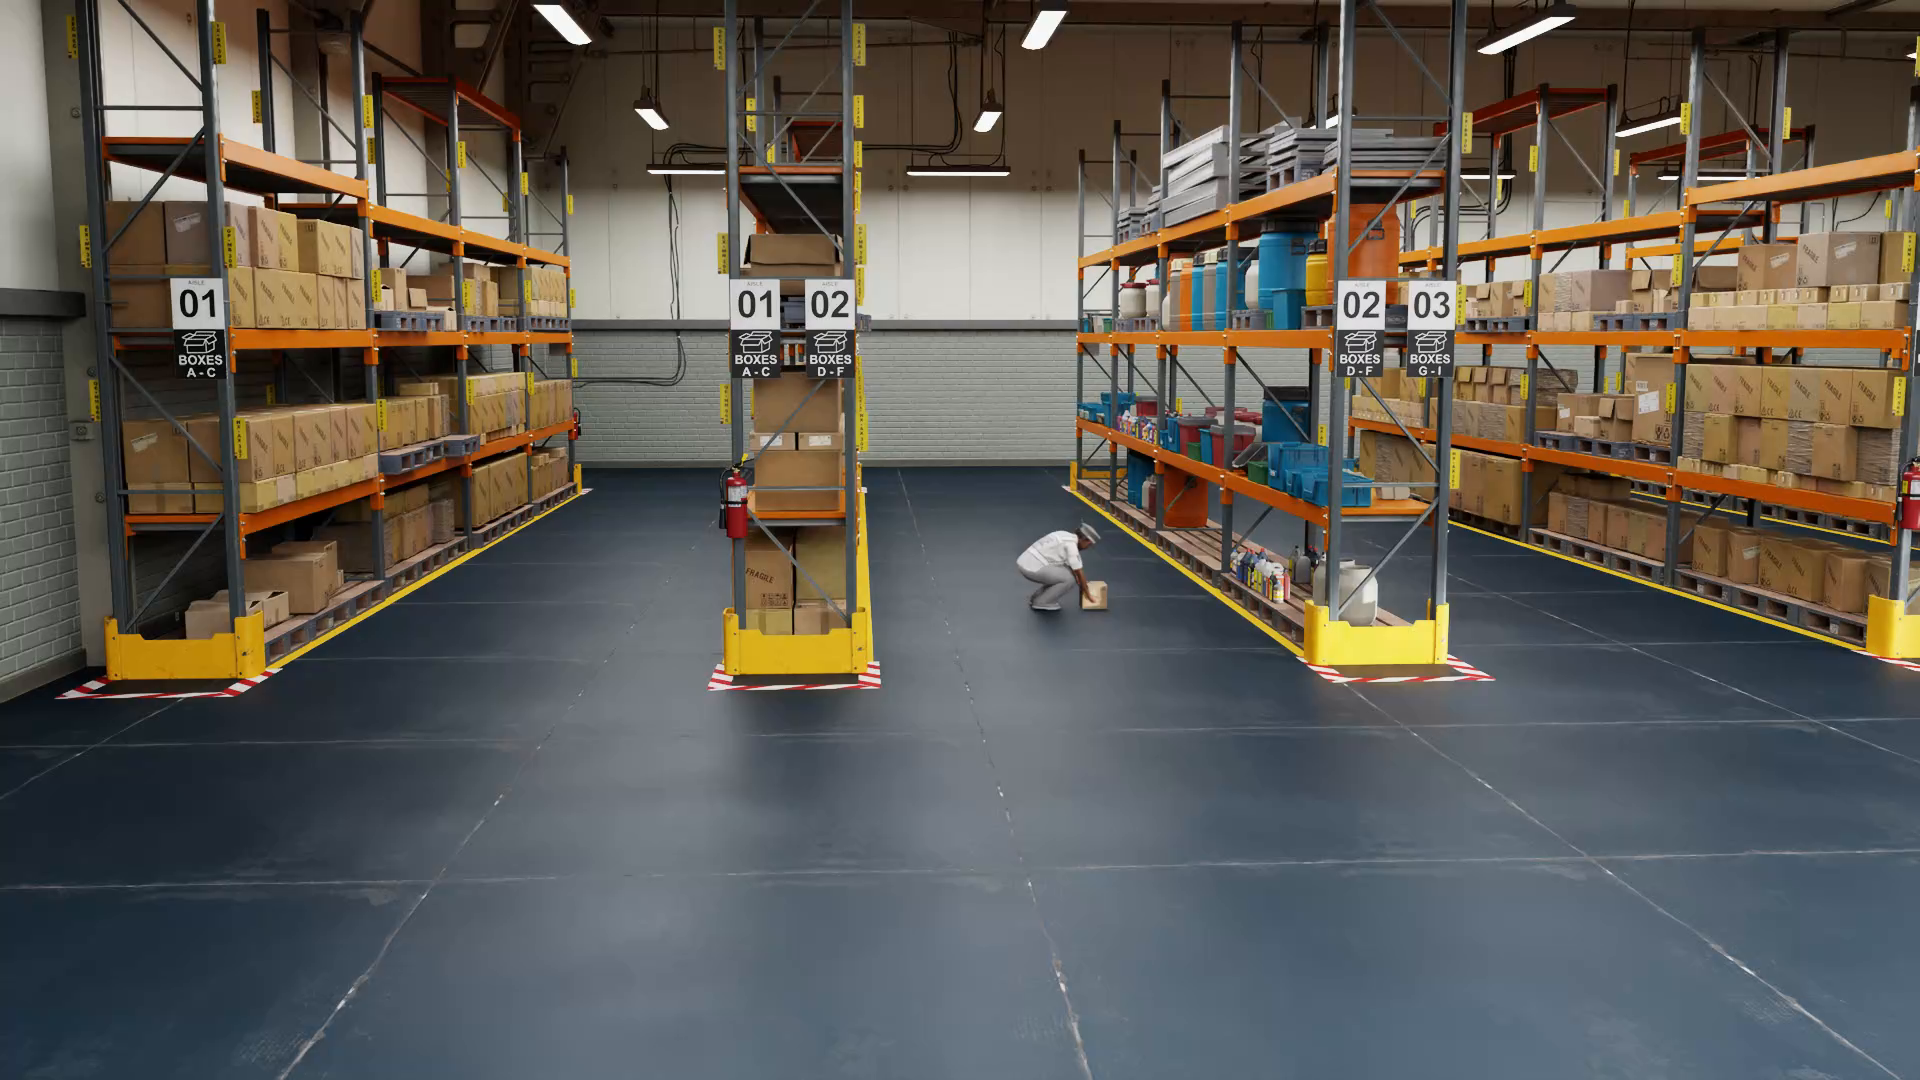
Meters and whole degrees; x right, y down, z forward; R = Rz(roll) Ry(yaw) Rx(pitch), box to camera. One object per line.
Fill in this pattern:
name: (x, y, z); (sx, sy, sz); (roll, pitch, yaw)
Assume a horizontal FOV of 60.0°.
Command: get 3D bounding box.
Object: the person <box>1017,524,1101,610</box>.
person: (1.015, 0.271, 16.910); (0.867, 0.855, 0.478); (0, 7, -4)
